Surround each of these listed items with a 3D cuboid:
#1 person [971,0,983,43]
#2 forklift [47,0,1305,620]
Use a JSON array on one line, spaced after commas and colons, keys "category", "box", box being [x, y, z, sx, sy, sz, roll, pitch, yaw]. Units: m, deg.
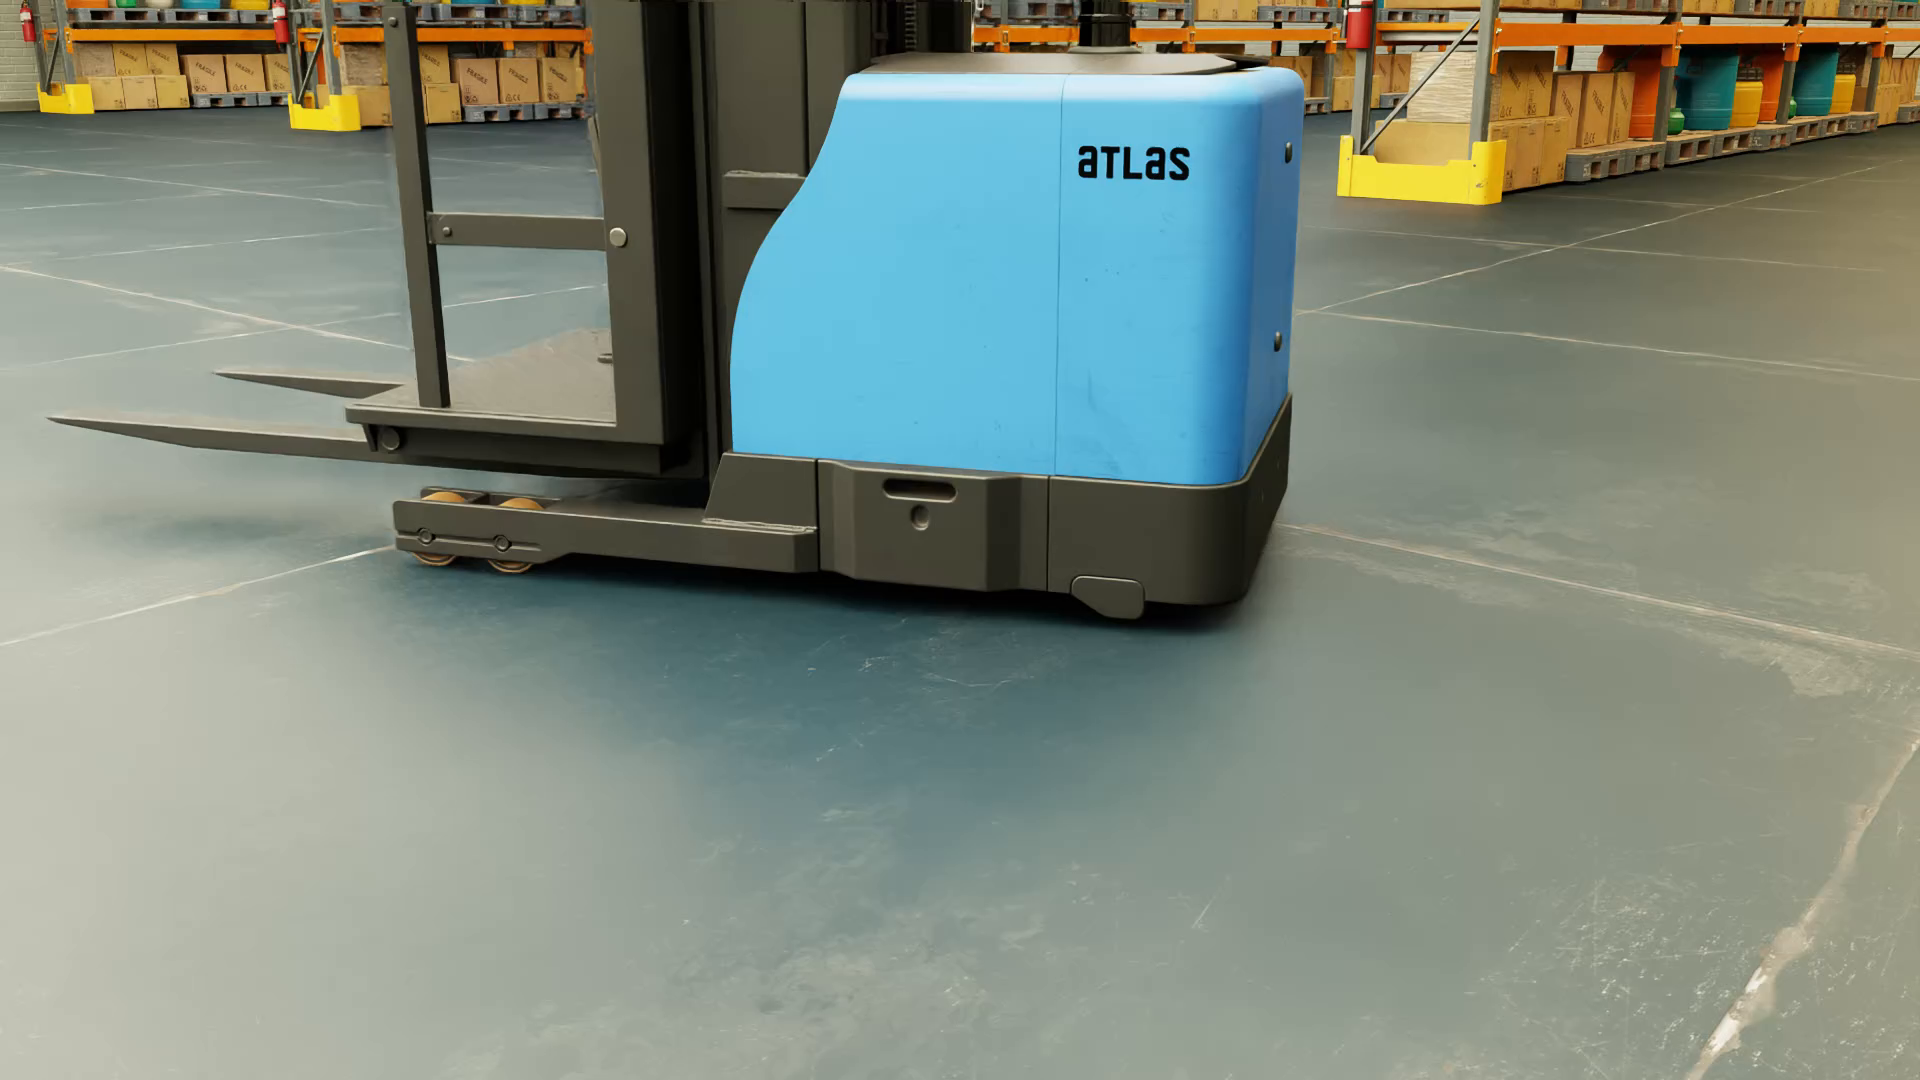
[{"category": "person", "box": [-0.001, -1.508, 6.084, 0.557, 1.647, 0.799, -1, 17, -2]}, {"category": "forklift", "box": [-0.764, -1.468, 3.733, 3.031, 2.935, 1.130, 5, 18, 16]}]
